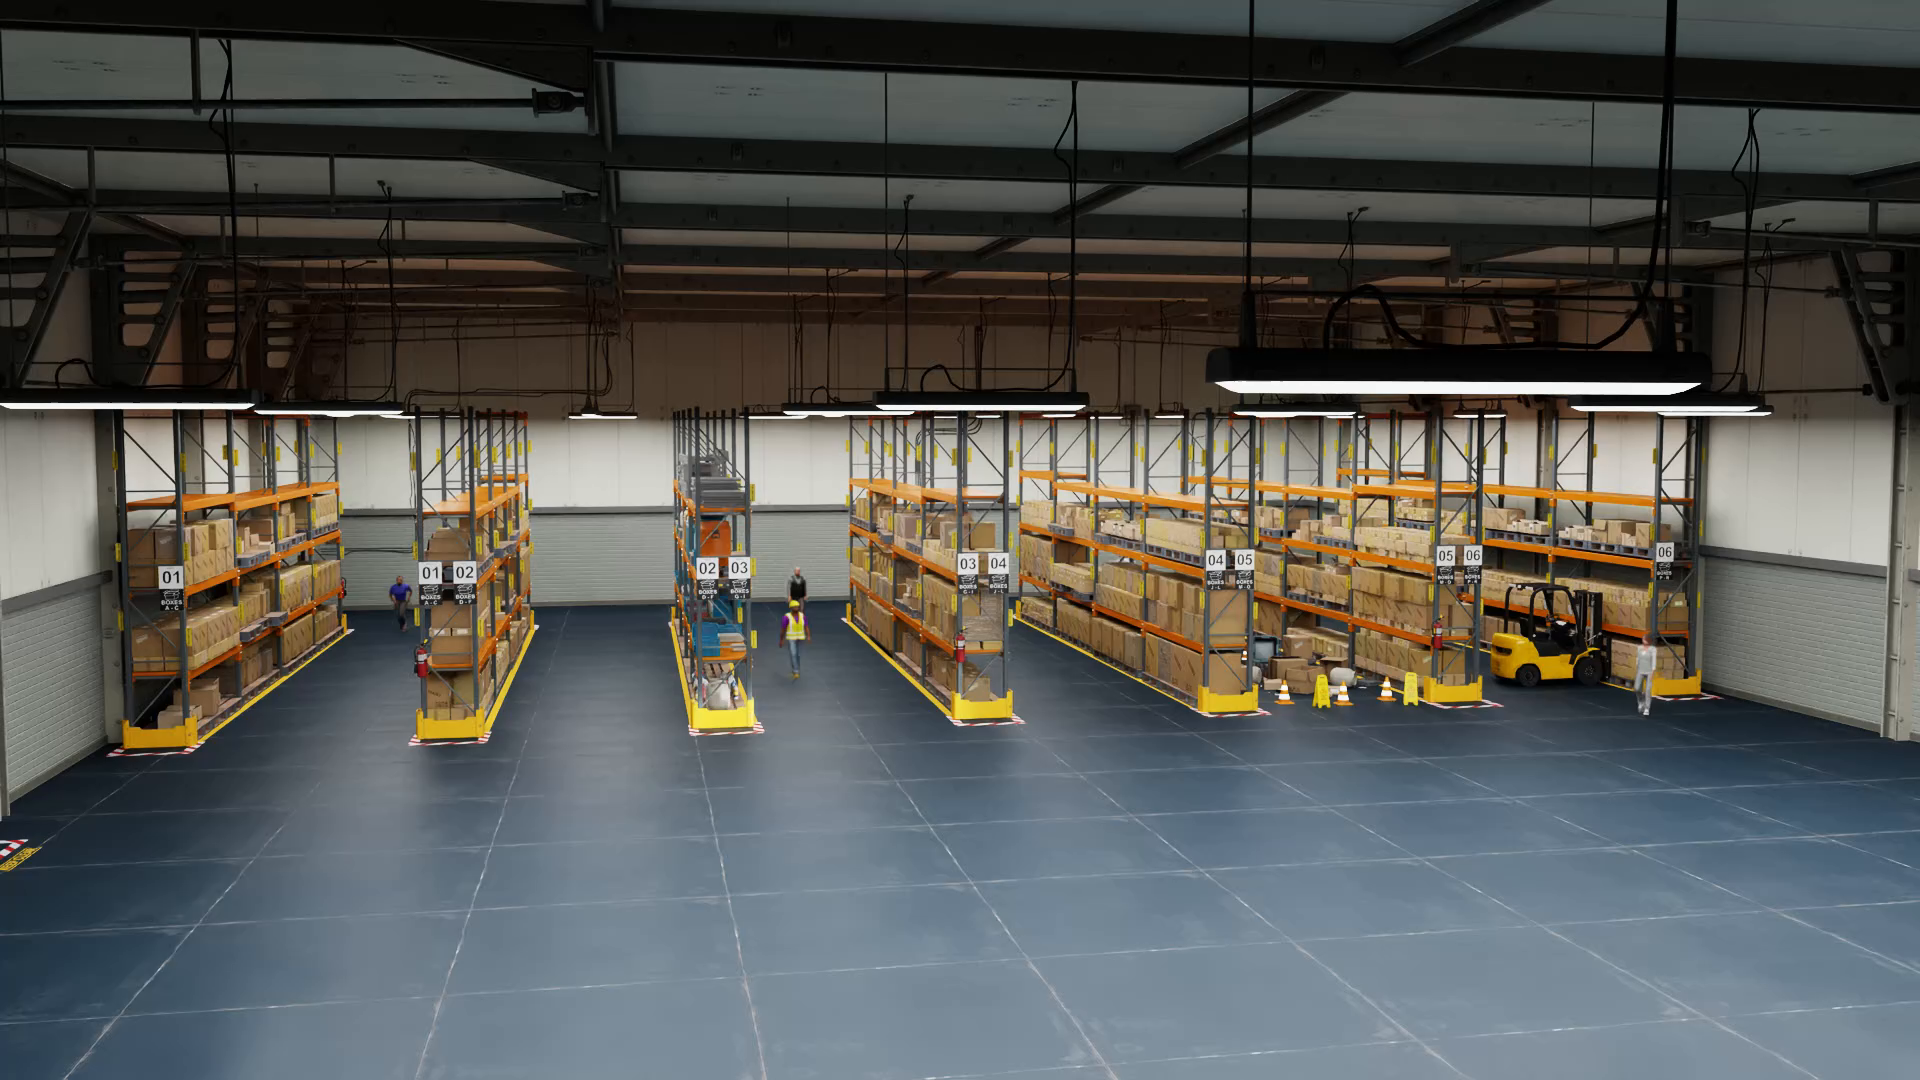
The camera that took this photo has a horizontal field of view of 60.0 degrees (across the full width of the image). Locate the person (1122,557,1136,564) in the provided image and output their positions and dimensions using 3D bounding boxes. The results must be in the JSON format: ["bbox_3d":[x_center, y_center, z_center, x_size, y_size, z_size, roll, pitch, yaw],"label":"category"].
[{"bbox_3d":[5.262,1.146,52.089,0.875,1.756,0.541,3,5,38],"label":"person"}]

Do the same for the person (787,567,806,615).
[{"bbox_3d":[-4.535,1.595,46.274,0.568,1.669,1.084,-1,4,-14],"label":"person"}]

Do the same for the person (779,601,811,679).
[{"bbox_3d":[-3.661,2.209,37.114,0.638,1.697,1.090,-2,5,-26],"label":"person"}]

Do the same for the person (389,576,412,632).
[{"bbox_3d":[-15.166,1.744,45.121,0.542,1.553,0.735,0,4,-1],"label":"person"}]

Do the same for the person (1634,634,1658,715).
[{"bbox_3d":[13.356,2.604,32.359,0.396,1.585,0.424,3,5,34],"label":"person"}]
